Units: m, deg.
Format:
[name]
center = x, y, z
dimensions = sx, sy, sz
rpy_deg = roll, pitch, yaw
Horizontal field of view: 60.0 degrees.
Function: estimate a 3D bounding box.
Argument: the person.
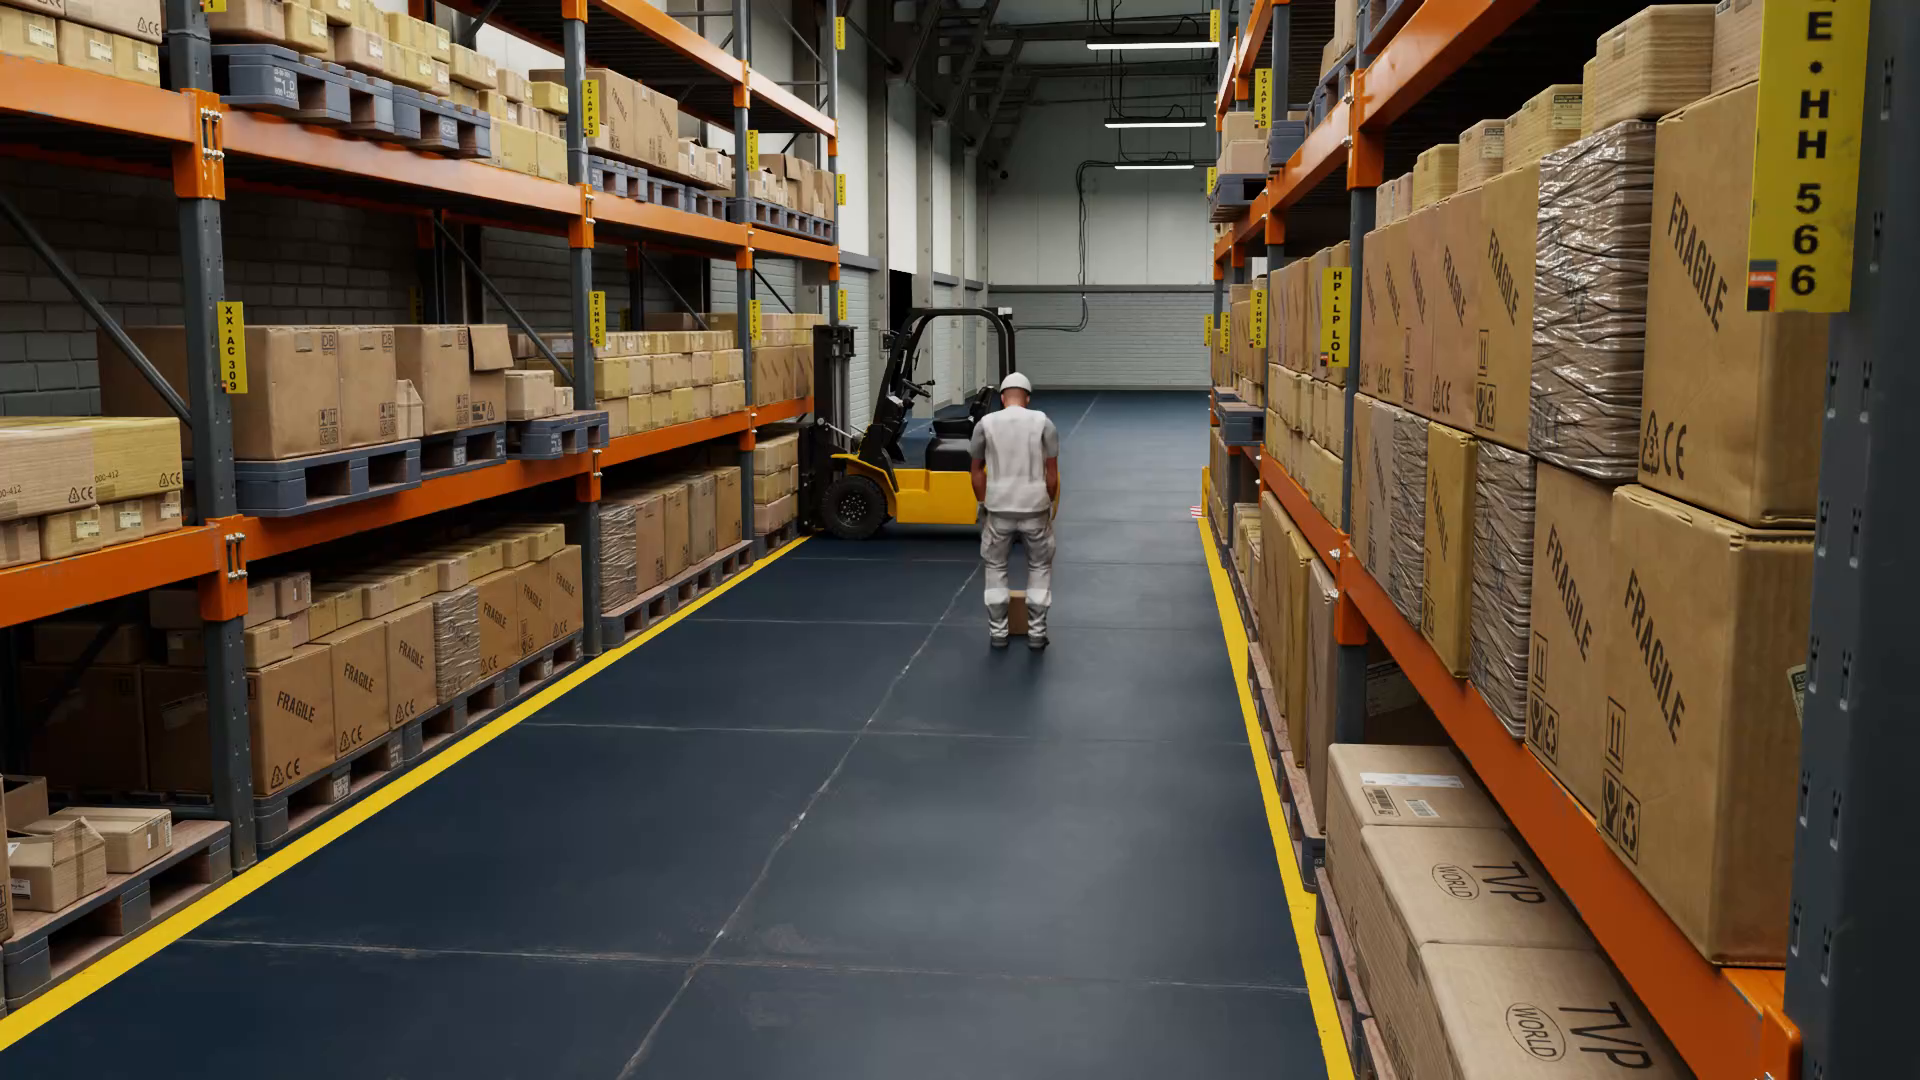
[person]
center = 0.340, -0.187, 10.422
dimensions = 0.551, 1.712, 0.496
rpy_deg = 1, 8, 8
